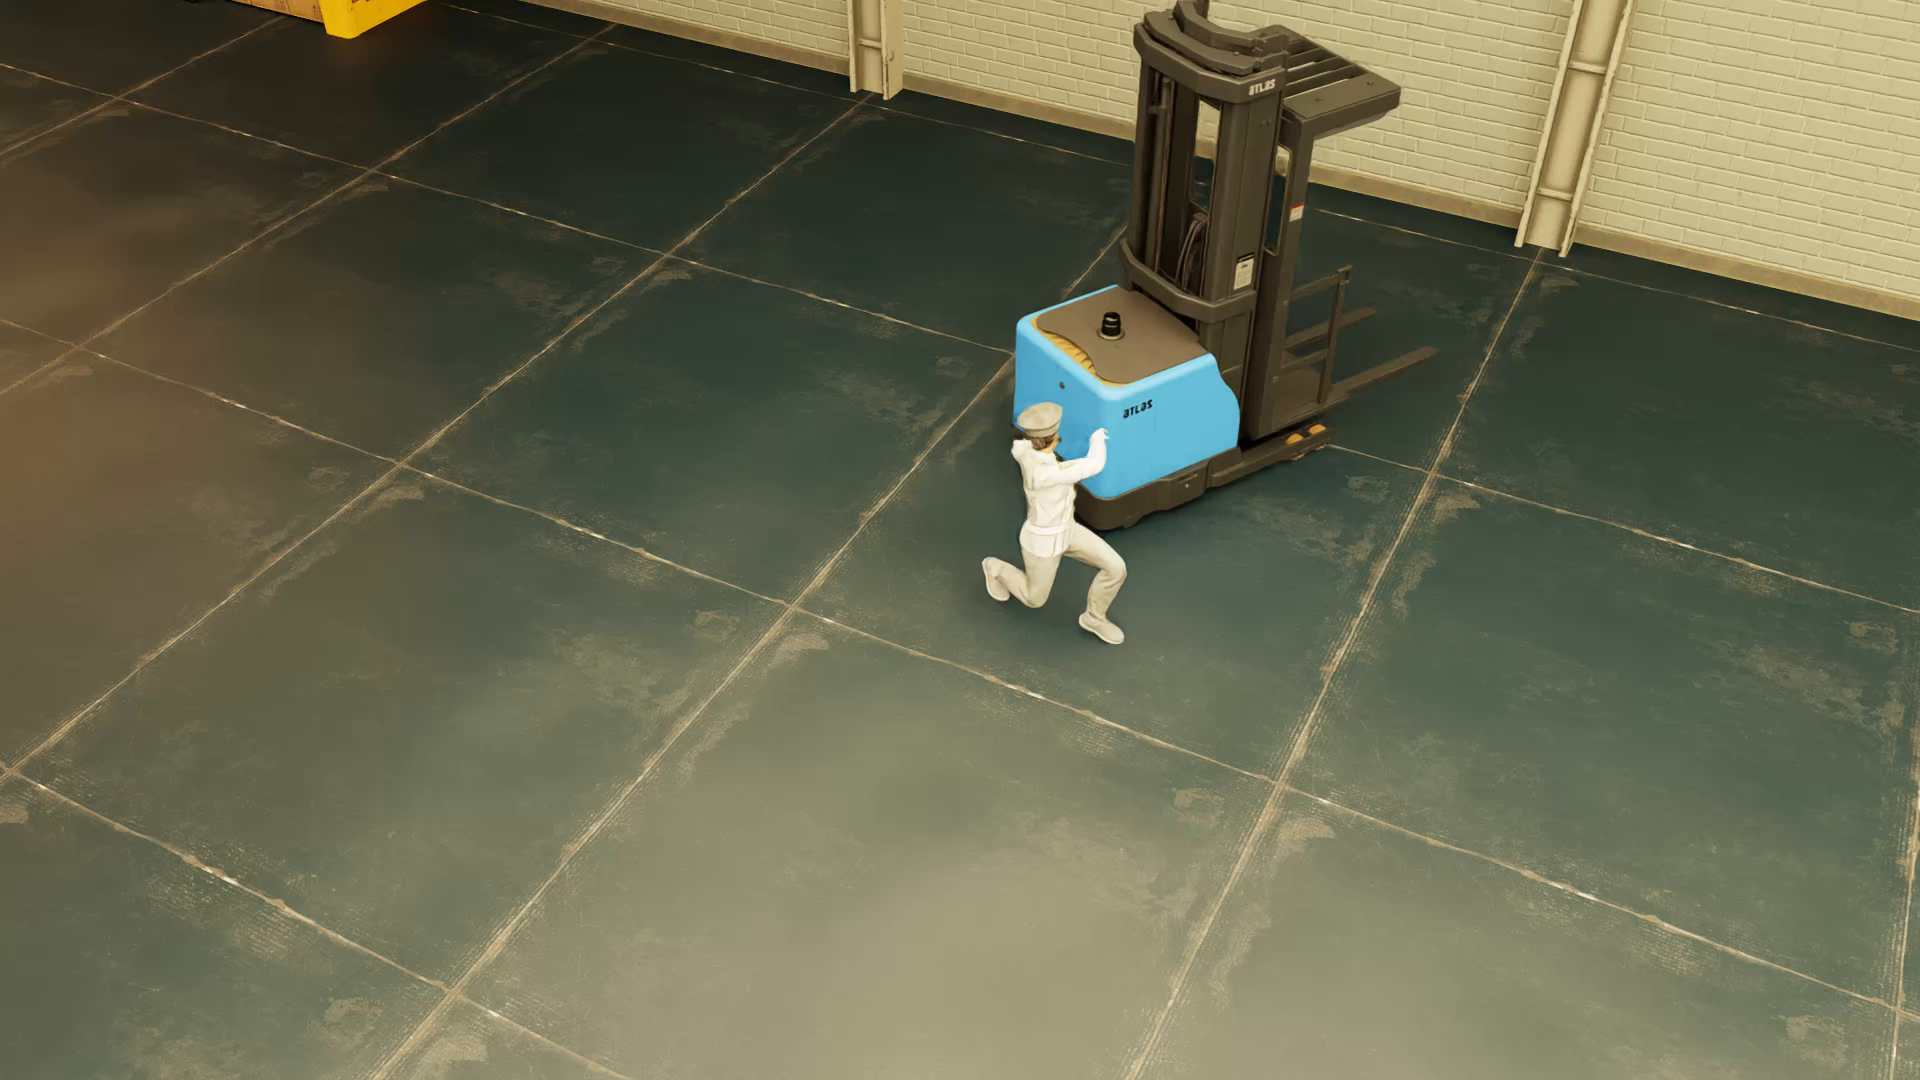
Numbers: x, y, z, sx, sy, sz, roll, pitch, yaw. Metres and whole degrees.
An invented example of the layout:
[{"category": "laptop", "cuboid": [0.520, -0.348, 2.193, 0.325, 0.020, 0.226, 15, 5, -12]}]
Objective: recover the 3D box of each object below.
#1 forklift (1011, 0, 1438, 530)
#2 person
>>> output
[{"category": "forklift", "cuboid": [1.848, -1.911, 10.255, 3.031, 2.935, 1.130, -22, 45, -24]}, {"category": "person", "cuboid": [0.599, -0.194, 9.425, 0.950, 1.383, 0.823, 16, 43, 18]}]
